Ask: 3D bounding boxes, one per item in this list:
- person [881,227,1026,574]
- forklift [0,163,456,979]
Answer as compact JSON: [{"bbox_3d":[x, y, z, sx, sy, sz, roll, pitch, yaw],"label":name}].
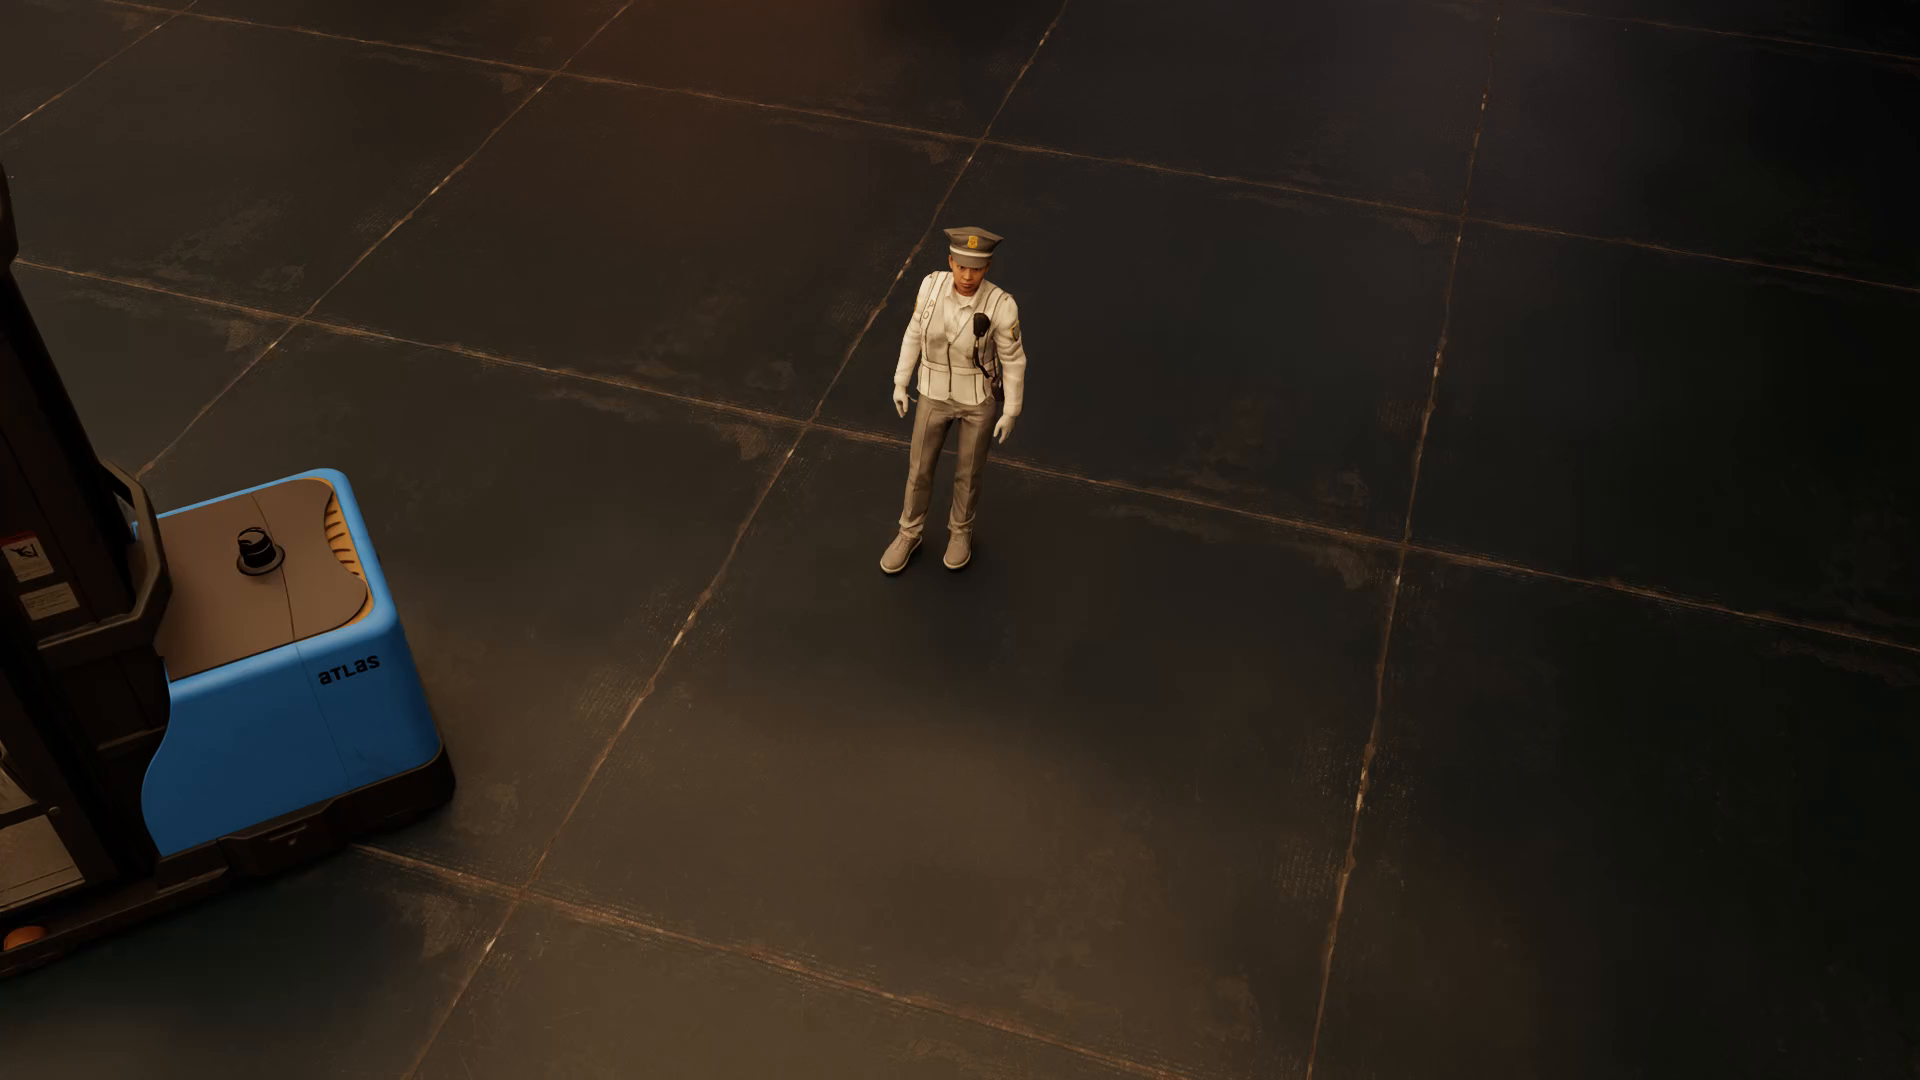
[{"bbox_3d":[-0.027,-0.583,7.212,0.586,1.694,0.532,12,44,13],"label":"person"},{"bbox_3d":[-3.574,0.155,5.522,3.031,2.935,1.130,-19,46,-19],"label":"forklift"}]
